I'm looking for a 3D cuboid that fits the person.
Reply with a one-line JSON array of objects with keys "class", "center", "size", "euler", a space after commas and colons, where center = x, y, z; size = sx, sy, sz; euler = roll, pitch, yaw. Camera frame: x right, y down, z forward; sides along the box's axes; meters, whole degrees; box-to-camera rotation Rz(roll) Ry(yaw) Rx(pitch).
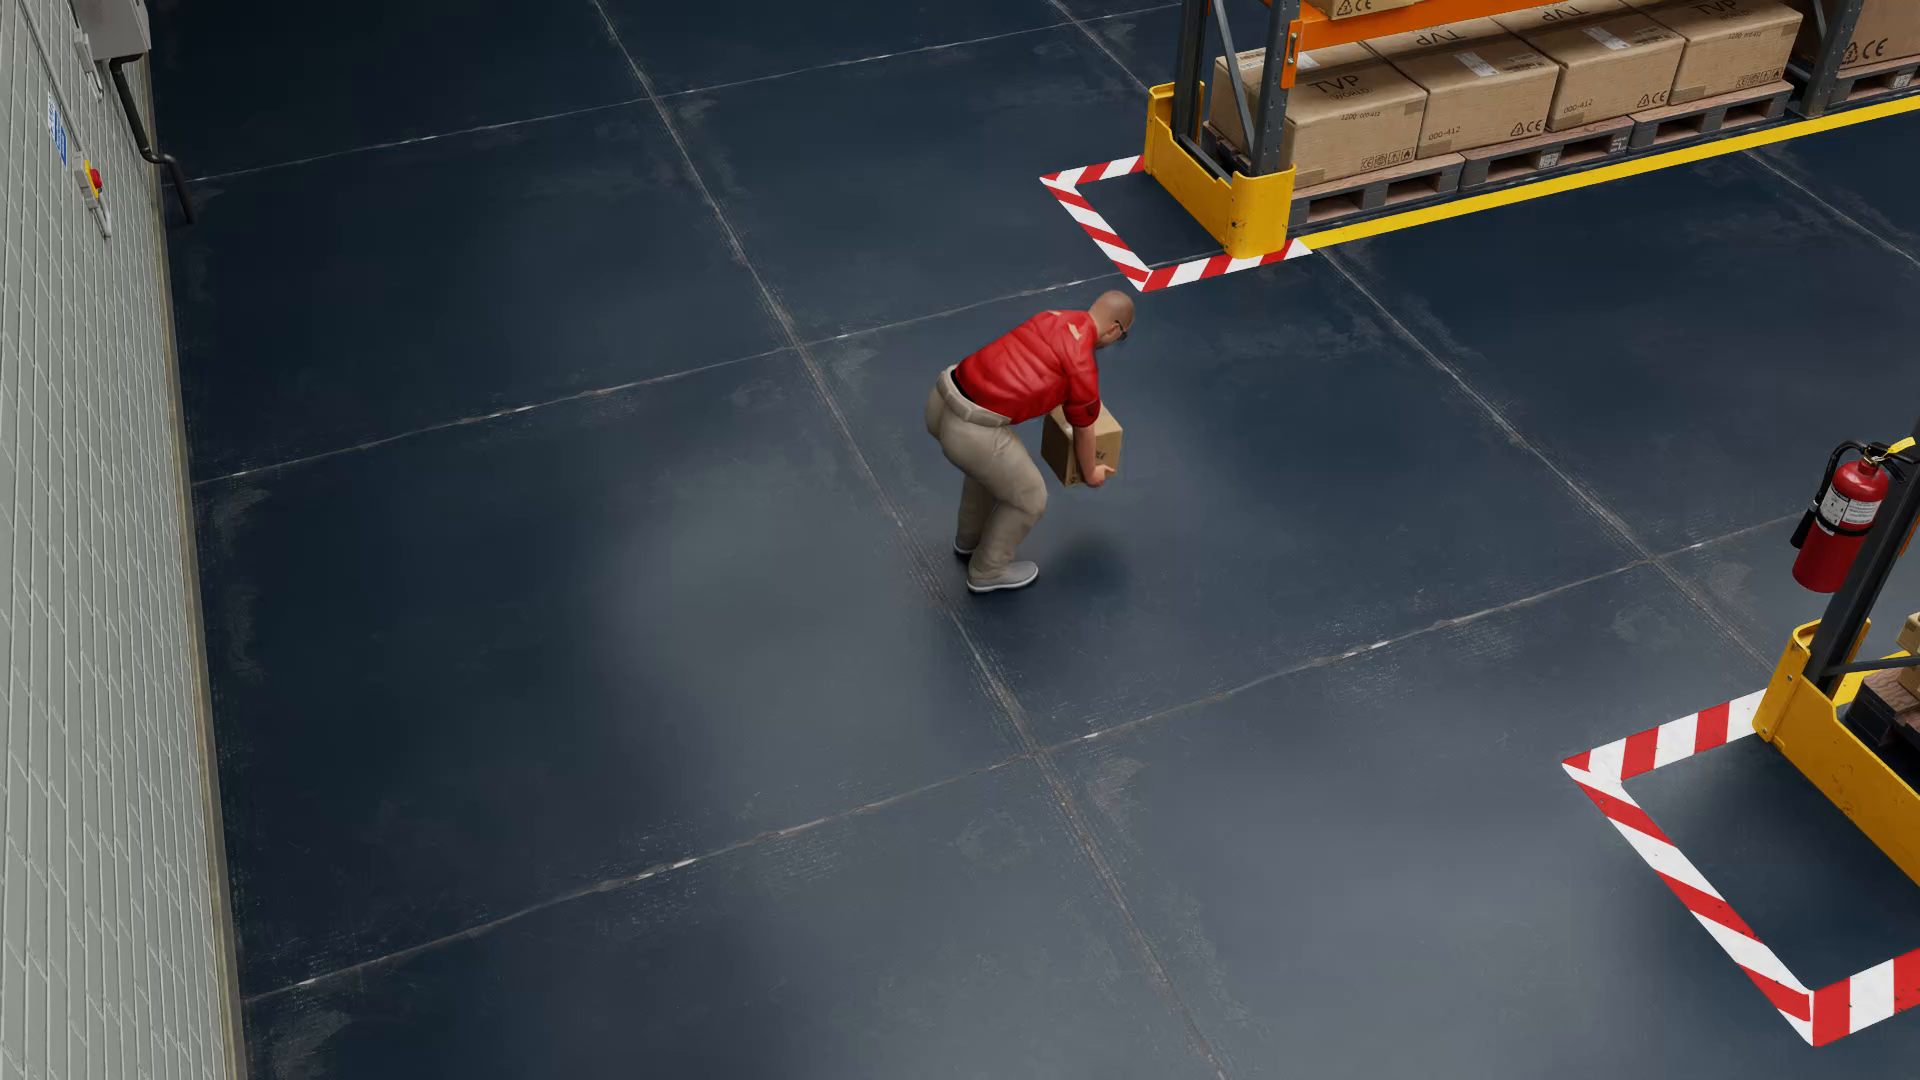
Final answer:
[{"class": "person", "center": [0.306, -0.419, 7.015], "size": [0.915, 1.243, 0.499], "euler": [-17, 44, -18]}]
